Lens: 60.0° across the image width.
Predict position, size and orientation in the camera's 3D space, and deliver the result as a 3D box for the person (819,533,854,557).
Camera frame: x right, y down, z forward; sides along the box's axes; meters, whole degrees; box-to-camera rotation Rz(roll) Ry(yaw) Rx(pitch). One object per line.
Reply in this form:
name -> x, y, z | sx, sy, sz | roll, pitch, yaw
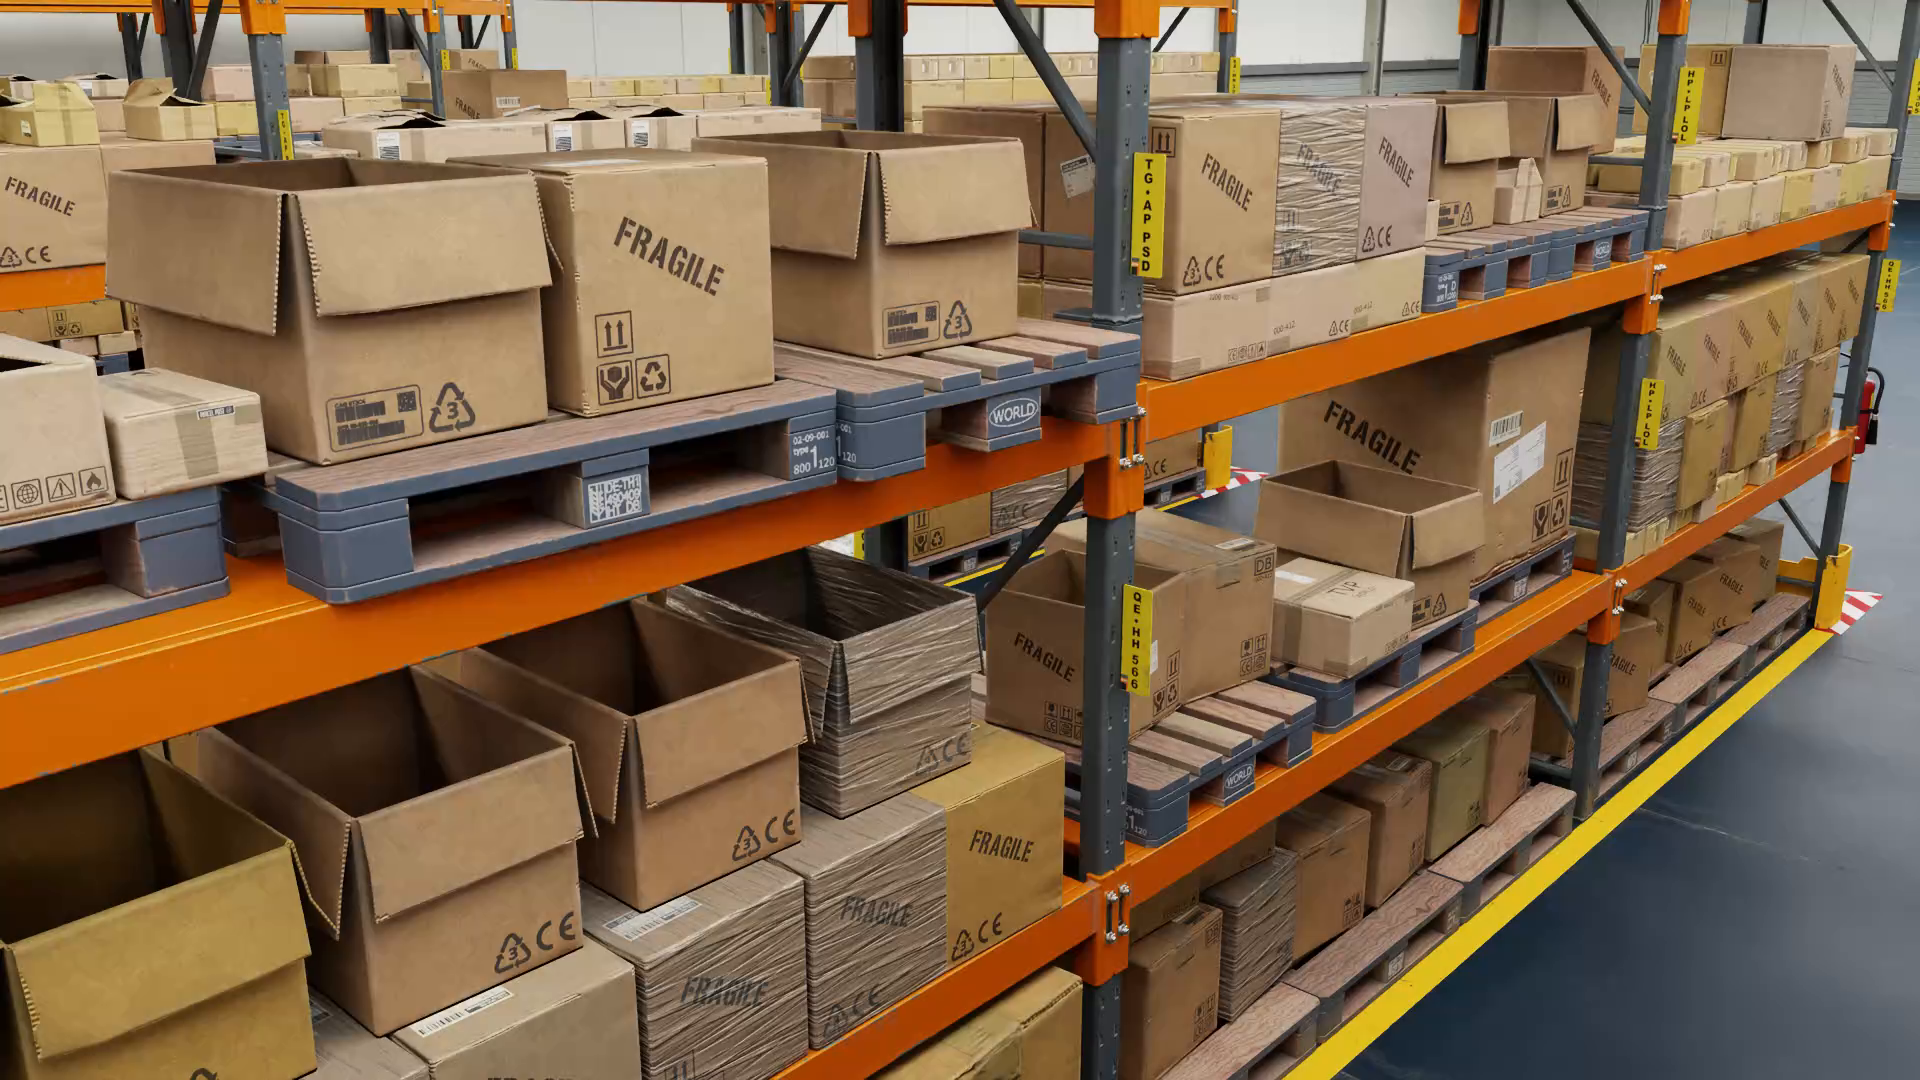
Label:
person -> -0.705, 0.496, 9.391 | 0.414, 1.103, 0.918 | 14, 22, 38
